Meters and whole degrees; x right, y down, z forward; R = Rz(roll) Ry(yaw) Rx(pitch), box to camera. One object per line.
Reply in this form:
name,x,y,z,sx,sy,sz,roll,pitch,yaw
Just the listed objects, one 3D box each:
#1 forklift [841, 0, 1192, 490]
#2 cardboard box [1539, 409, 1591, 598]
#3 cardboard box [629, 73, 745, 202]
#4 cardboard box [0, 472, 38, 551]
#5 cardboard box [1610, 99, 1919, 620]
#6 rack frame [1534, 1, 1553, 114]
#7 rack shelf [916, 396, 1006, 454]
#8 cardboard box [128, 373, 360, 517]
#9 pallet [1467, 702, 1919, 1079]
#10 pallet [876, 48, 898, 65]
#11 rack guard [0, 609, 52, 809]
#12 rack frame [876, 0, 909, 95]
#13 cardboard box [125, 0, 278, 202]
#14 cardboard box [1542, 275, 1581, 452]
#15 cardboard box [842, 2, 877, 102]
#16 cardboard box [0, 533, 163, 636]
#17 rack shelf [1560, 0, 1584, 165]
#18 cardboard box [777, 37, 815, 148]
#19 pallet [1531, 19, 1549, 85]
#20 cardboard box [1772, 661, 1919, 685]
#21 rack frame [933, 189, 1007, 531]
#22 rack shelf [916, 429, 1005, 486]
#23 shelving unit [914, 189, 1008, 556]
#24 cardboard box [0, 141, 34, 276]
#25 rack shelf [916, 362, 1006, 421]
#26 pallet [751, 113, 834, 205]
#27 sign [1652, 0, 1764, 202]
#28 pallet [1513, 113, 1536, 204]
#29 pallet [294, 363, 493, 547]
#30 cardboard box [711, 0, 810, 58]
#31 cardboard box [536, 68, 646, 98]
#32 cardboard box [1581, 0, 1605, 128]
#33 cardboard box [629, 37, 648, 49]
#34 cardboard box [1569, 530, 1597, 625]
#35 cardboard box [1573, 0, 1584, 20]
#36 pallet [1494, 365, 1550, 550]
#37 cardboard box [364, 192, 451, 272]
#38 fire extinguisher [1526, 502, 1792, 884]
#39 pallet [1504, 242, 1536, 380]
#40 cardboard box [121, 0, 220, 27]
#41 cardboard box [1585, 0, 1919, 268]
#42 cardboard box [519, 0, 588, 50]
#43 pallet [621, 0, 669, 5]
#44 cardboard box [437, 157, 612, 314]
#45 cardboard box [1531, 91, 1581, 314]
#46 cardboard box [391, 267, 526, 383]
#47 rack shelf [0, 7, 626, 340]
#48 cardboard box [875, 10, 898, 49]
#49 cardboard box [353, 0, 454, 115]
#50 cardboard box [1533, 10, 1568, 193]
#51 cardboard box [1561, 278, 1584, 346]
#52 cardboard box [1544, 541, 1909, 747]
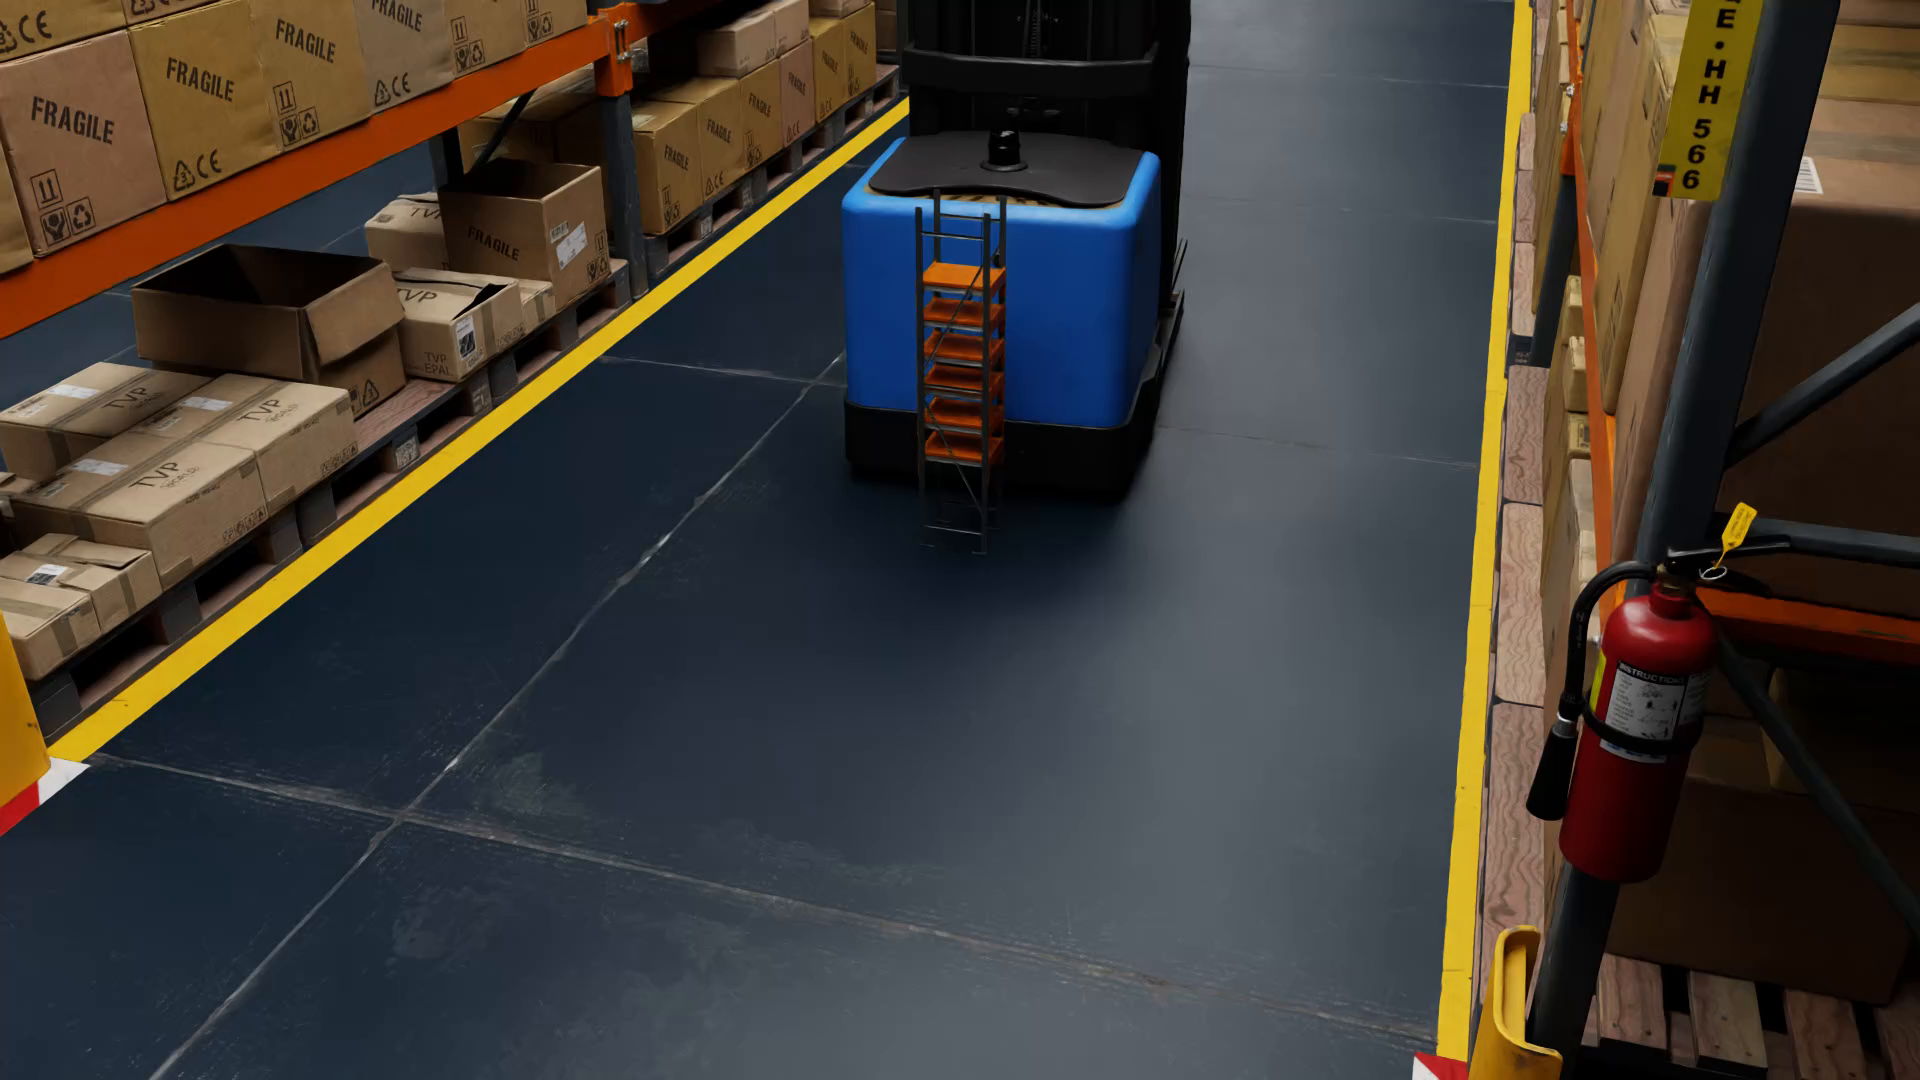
forklift,0.391,-2.159,6.615,1.130,2.935,3.031,6,30,11
cardboard box,2.152,-0.104,4.990,0.700,0.500,0.500,9,30,16
cardboard box,-1.443,-2.061,8.488,0.500,0.500,0.500,9,30,16
cardboard box,-3.009,-0.080,5.270,0.380,0.166,0.250,8,30,15
cardboard box,1.739,-0.327,2.944,0.980,0.700,0.700,10,31,17
rack frame,3.947,-3.676,9.272,1.000,3.000,0.127,8,30,15
rack shelf,0.004,-0.387,5.550,0.258,0.103,0.180,8,30,15
cardboard box,-2.414,-0.330,5.634,0.500,0.250,0.500,8,30,15
pallet,1.759,0.878,3.954,1.003,0.211,1.213,8,30,15
pallet,-0.511,-3.539,11.895,1.003,0.211,1.213,8,30,15
rack guard,-3.116,0.394,4.527,1.175,0.500,0.348,8,30,15
rack frame,-0.790,-4.381,10.539,1.000,3.000,0.127,8,30,15
cardboard box,-2.459,-1.349,4.986,0.500,0.500,0.500,8,30,15
cardboard box,2.455,-0.575,5.837,0.700,0.500,0.500,9,30,16
cardboard box,-0.840,-3.012,10.198,0.500,0.500,0.500,10,31,17
cardboard box,-2.613,0.121,4.908,0.380,0.166,0.250,8,30,15
rack shelf,3.360,-2.432,7.776,1.077,0.370,4.000,8,30,15
cardboard box,-1.140,-2.527,9.326,0.500,0.500,0.500,7,30,13
pallet,4.538,-3.385,11.618,1.003,0.211,1.213,8,30,15
cardboard box,2.011,0.179,3.814,0.380,0.149,0.250,9,30,15
rack frame,0.031,-0.574,5.547,0.240,1.200,0.006,8,30,15
rack shelf,0.004,-0.282,5.609,0.258,0.103,0.180,8,30,15
shelving unit,0.004,-0.531,5.470,0.258,1.200,0.189,8,30,15
cardboard box,-2.756,-0.875,4.135,0.500,0.500,0.500,9,30,16
rack shelf,0.004,-0.492,5.492,0.258,0.103,0.180,8,30,15
pallet,-1.405,-2.255,9.587,1.003,0.211,1.213,8,30,15
sign,1.084,-0.651,2.400,0.100,0.325,0.005,8,30,15
pallet,3.643,-2.101,9.310,1.003,0.211,1.213,8,30,15
pallet,-2.523,-0.415,6.280,1.003,0.211,1.213,8,30,15
cardboard box,-1.149,-2.837,9.112,0.500,0.250,0.500,8,30,14
cardboard box,-1.940,-2.120,8.595,0.500,0.500,0.500,9,30,15
cardboard box,2.598,-1.698,5.408,0.980,0.700,0.700,9,30,16
cardboard box,-1.645,-2.590,9.439,0.500,0.500,0.500,7,30,13
cardboard box,1.646,0.123,3.915,0.380,0.149,0.250,9,30,16
cardboard box,2.793,-2.279,6.999,0.380,0.149,0.250,9,30,15
pallet,2.475,-0.256,5.993,1.003,0.211,1.213,8,30,15
cardboard box,-2.294,-1.375,7.449,0.500,0.311,0.500,8,30,15
fire extinguisher,1.113,0.243,2.690,0.296,0.674,0.183,8,30,15
pallet,2.927,-0.967,7.272,1.003,0.211,1.213,8,30,15
cardboard box,-2.458,-1.788,4.747,0.500,0.500,0.500,9,30,16
cardboard box,2.174,-1.020,4.189,0.980,0.700,0.700,7,30,12
cardboard box,-1.865,-2.297,6.690,0.500,0.500,0.500,9,30,16
pallet,-1.625,-2.794,7.884,1.003,0.211,1.213,8,30,15
cardboard box,-1.860,-1.316,7.150,0.500,0.500,0.500,8,30,15
cardboard box,2.839,-1.381,6.927,0.750,0.750,0.750,9,30,15
cardboard box,-2.080,-0.885,6.569,0.500,0.311,0.500,8,30,15
rack shelf,-2.551,-1.278,5.702,1.077,0.370,4.000,8,30,15
cardboard box,-0.355,-3.564,11.468,0.500,0.250,0.500,8,30,15
cardboard box,-2.164,-1.818,5.829,0.500,0.500,0.500,9,30,16
cardboard box,3.342,-2.190,8.381,0.750,0.750,0.750,8,30,15
cardboard box,2.180,-0.725,5.440,0.380,0.149,0.250,10,30,17
cardboard box,1.855,0.379,4.123,0.700,0.500,0.500,8,30,15
